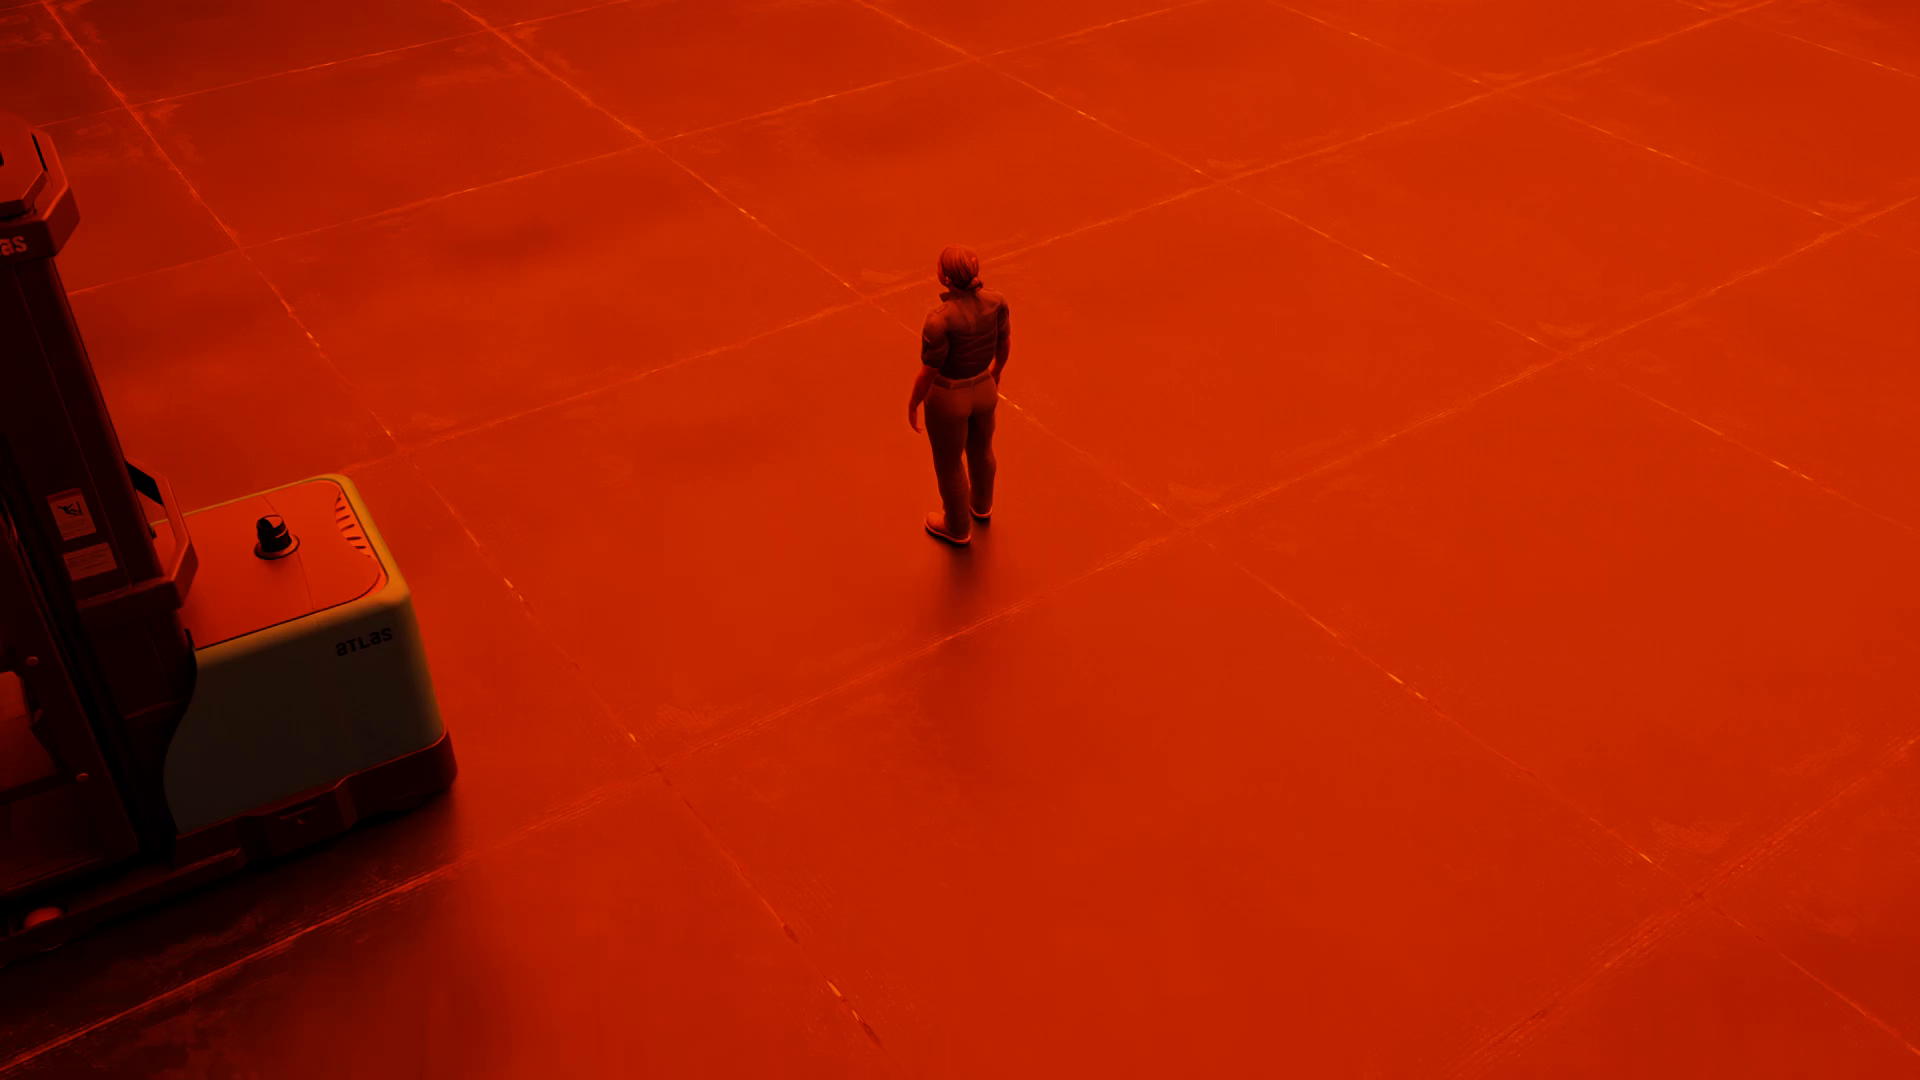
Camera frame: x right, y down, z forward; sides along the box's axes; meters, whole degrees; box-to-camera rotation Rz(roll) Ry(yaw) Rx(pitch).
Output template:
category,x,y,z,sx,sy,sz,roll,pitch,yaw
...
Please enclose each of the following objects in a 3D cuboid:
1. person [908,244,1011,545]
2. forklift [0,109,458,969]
category,x,y,z,sx,sy,sz,roll,pitch,yaw
person,-0.035,-0.721,7.980,0.569,1.656,0.503,-23,42,-28
forklift,-3.636,0.076,5.842,3.031,2.935,1.130,-19,41,-24
